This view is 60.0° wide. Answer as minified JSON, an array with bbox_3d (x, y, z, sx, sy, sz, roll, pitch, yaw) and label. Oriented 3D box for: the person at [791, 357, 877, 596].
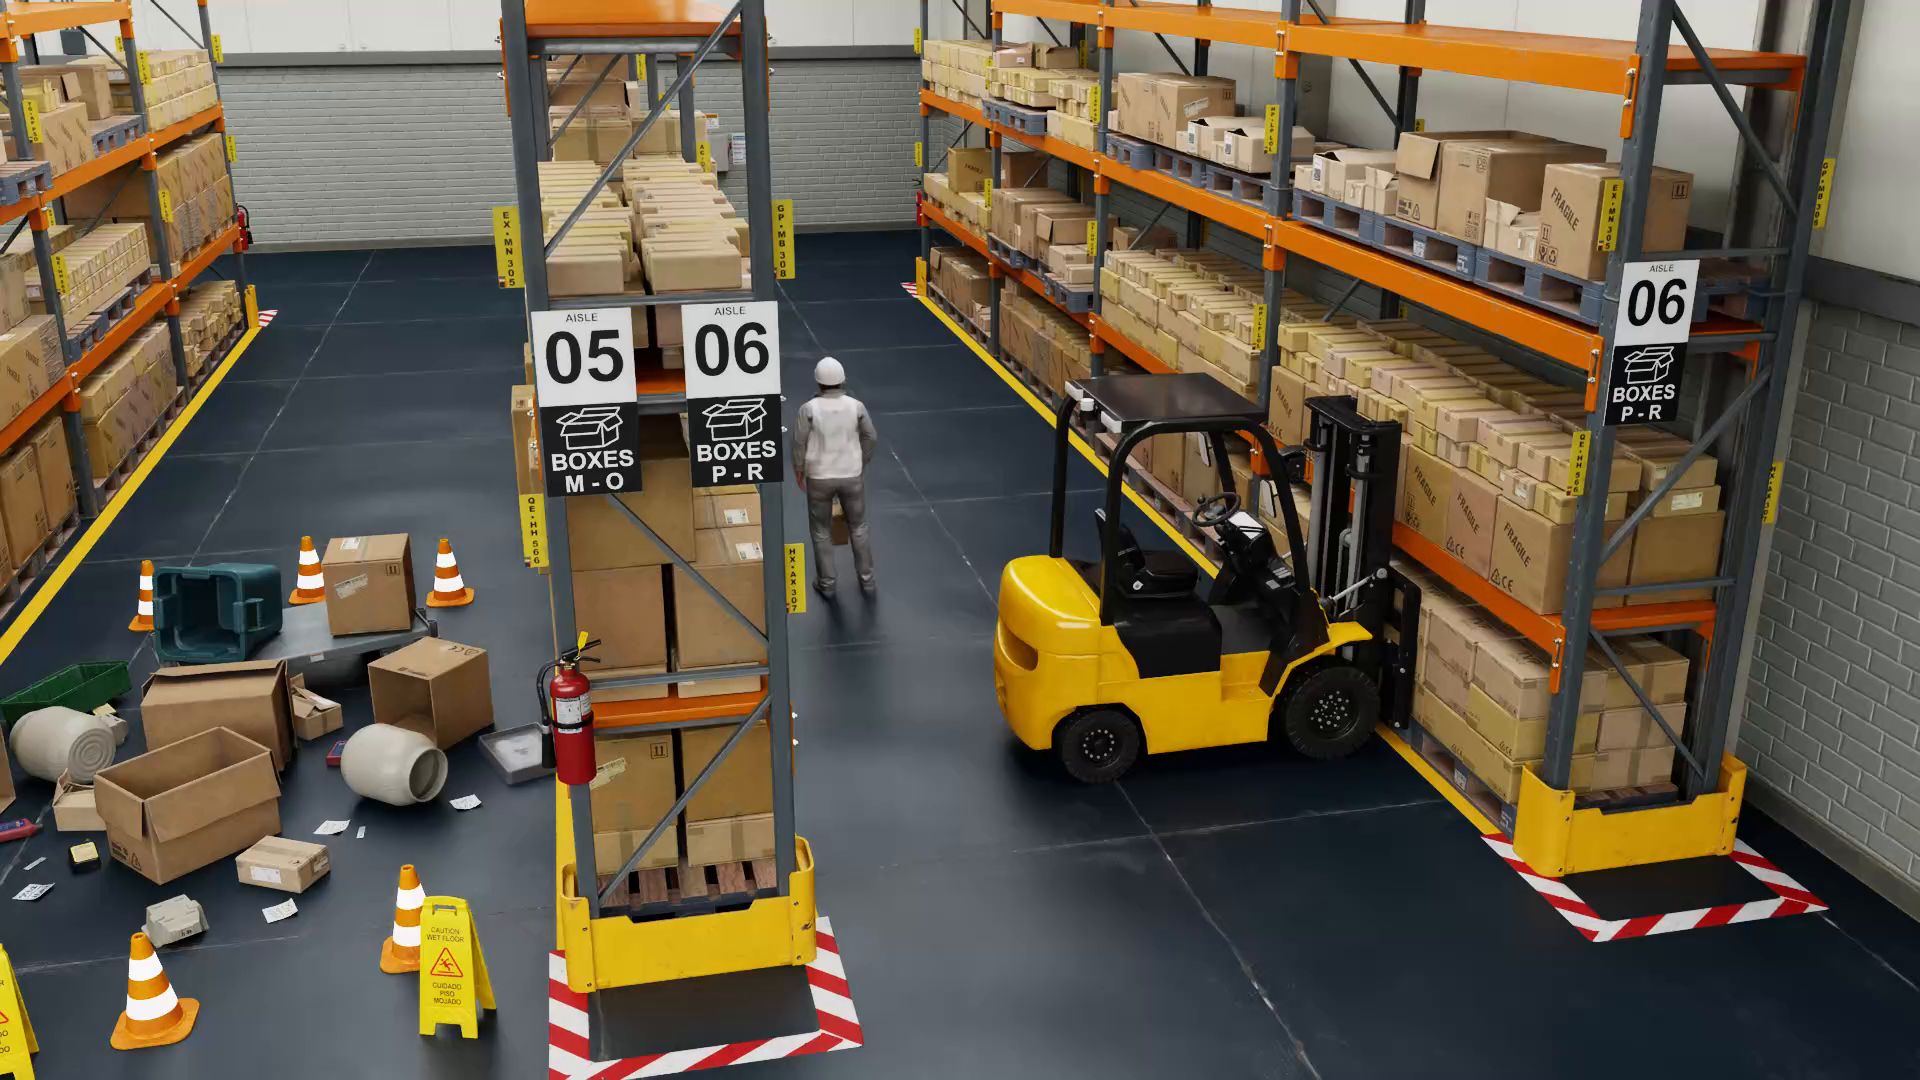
[{"bbox_3d":[-0.937,-0.484,12.421,0.654,1.755,0.483,-5,20,-14],"label":"person"}]
